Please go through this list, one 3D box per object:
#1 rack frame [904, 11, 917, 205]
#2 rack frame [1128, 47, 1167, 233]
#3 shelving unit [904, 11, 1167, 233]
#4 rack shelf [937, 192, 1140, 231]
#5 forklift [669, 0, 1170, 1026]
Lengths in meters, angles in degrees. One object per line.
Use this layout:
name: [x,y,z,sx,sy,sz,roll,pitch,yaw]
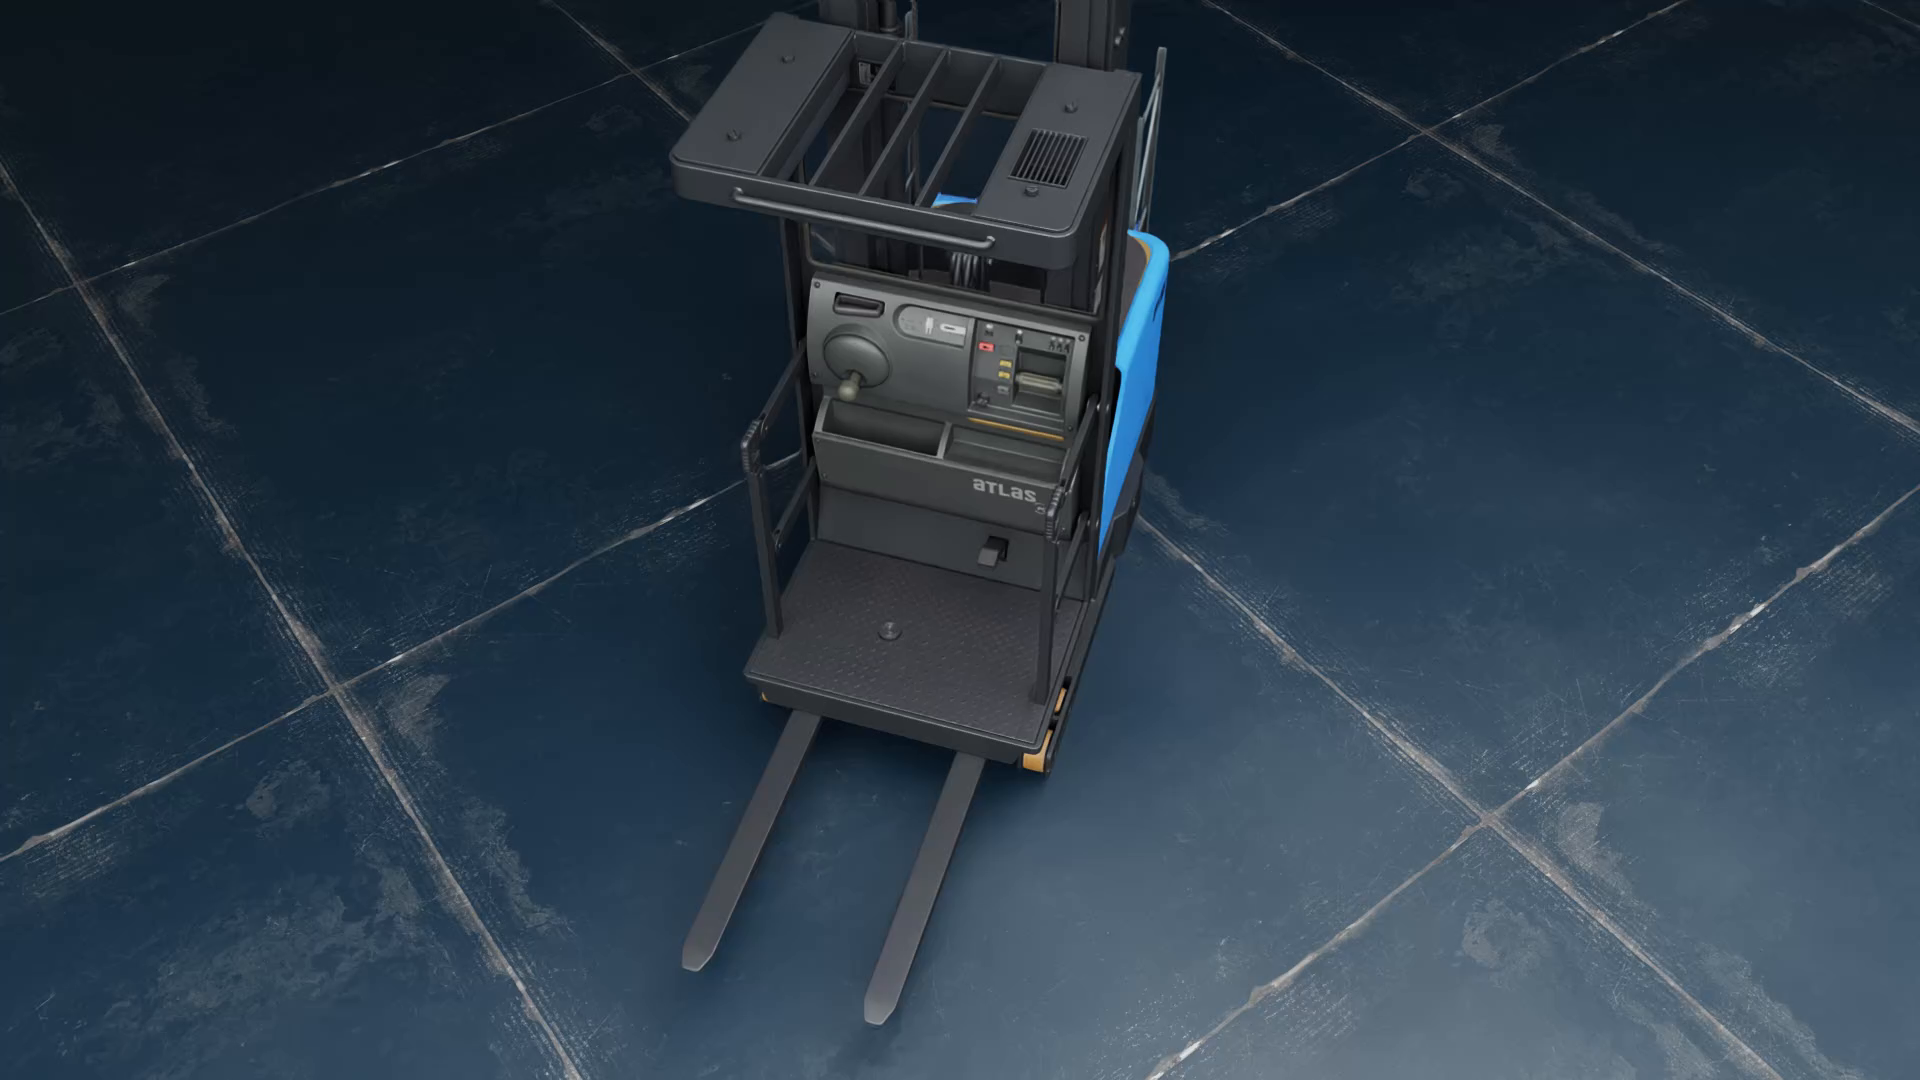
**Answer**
rack frame: [-0.258,-1.424,7.028,0.032,1.500,0.500,11,49,10]
rack frame: [0.725,-1.231,6.852,0.032,1.500,0.500,11,49,10]
shelving unit: [0.234,-1.328,6.940,1.048,1.500,0.538,11,49,10]
rack shelf: [0.234,-1.207,7.073,1.000,0.185,0.538,11,49,10]
forklift: [-0.109,-0.489,5.214,1.130,2.935,3.031,13,49,12]
